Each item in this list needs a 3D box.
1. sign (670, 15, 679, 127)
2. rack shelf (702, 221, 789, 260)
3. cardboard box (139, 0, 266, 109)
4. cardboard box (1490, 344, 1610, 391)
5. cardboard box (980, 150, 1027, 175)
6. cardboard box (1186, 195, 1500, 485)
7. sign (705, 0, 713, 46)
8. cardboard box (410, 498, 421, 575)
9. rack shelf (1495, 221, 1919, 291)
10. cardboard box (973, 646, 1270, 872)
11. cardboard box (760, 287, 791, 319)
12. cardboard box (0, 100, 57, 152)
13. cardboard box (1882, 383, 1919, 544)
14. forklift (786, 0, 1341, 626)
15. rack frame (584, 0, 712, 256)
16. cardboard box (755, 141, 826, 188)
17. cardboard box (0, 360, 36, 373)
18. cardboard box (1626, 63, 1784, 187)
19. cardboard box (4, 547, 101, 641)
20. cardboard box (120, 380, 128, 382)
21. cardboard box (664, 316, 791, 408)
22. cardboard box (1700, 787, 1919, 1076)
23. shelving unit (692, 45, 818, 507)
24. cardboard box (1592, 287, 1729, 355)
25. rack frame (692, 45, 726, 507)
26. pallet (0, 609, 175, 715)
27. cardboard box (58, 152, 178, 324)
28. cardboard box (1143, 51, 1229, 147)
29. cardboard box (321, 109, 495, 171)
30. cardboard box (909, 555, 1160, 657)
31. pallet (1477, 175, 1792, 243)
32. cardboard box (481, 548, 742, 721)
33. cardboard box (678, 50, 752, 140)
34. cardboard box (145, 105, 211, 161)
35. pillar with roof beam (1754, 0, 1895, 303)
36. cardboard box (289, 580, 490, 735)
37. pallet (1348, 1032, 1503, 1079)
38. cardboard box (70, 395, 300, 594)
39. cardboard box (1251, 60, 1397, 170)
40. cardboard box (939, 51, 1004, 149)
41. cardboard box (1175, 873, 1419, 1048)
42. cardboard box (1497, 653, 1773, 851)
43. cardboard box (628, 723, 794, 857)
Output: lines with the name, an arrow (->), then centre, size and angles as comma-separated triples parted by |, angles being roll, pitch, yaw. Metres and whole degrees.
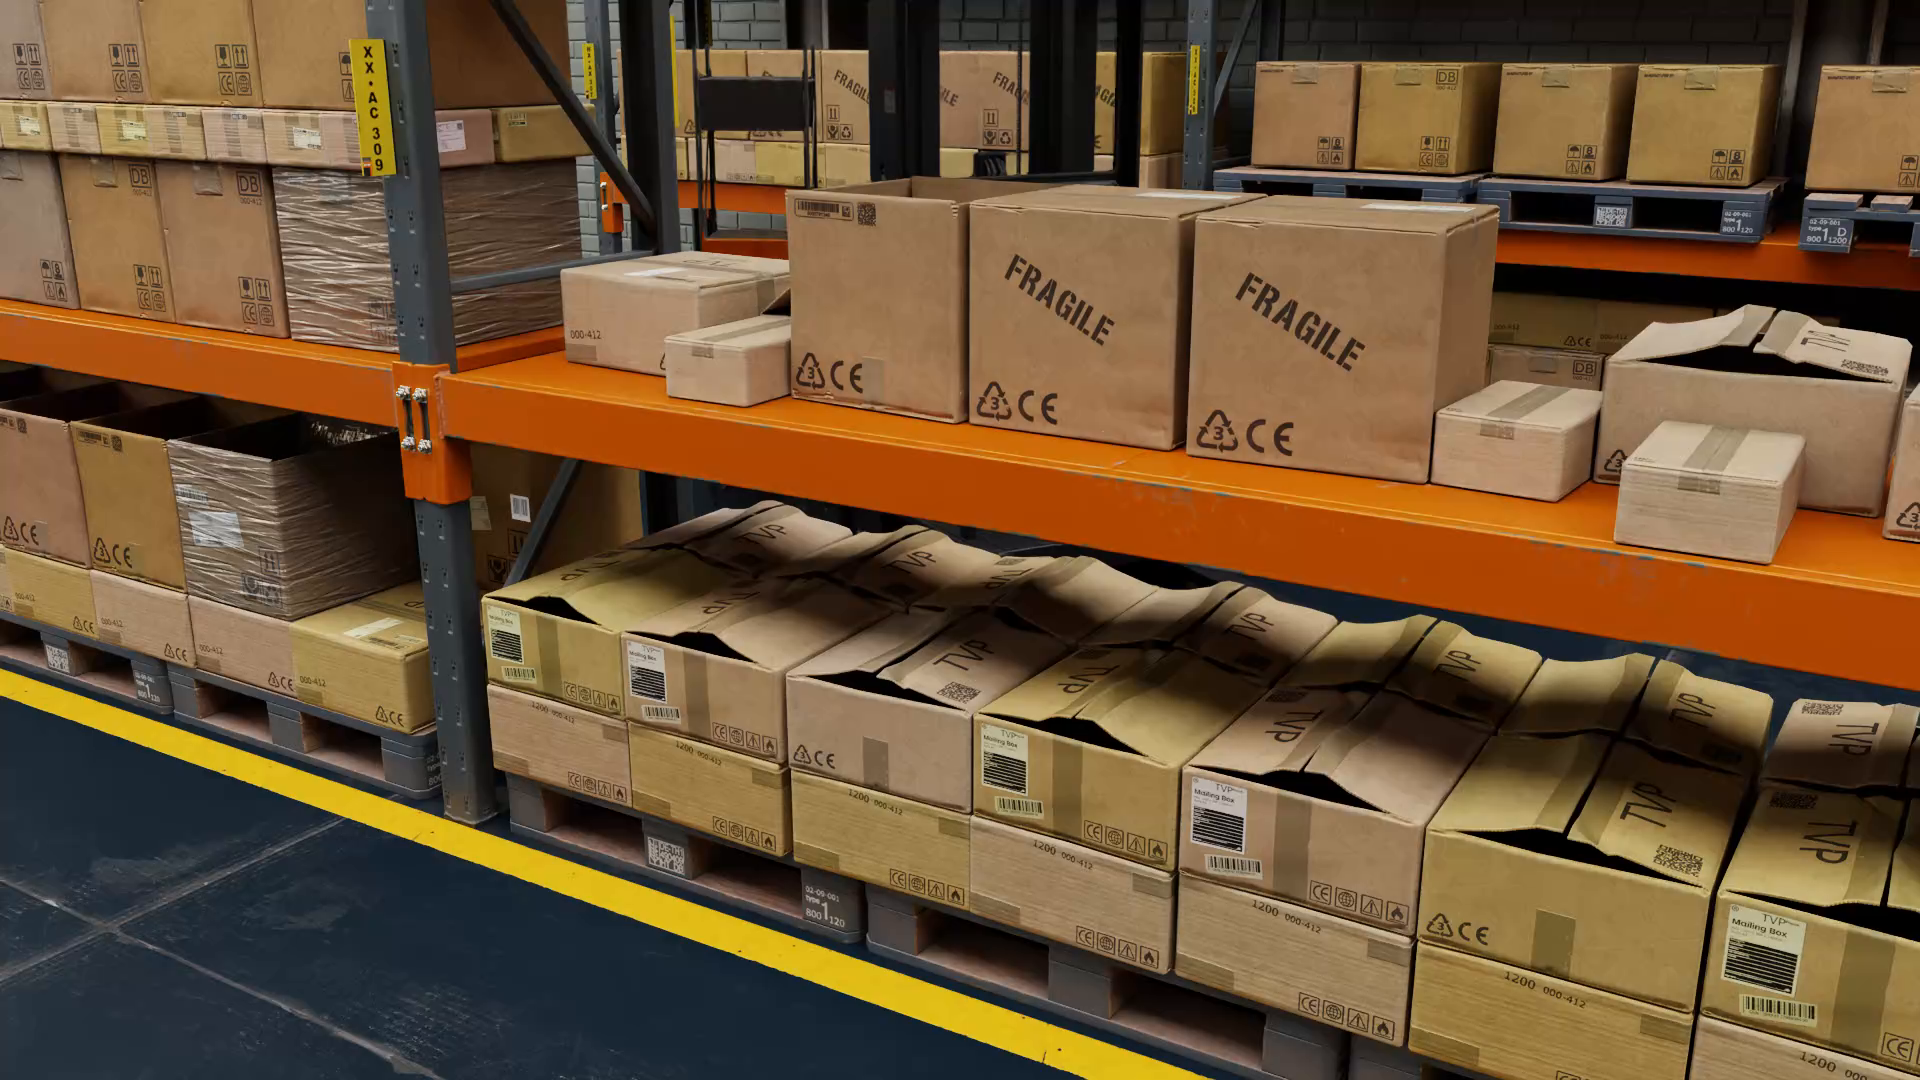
sign -> -0.885, -1.404, 4.987 | 0.005, 0.325, 0.100 | 10, 20, 30
rack shelf -> -0.925, -1.204, 7.775 | 0.480, 0.518, 0.431 | 0, 17, 1
cardboard box -> -1.973, -1.563, 4.962 | 0.500, 0.500, 0.700 | 10, 20, 30
cardboard box -> 2.945, -0.732, 8.175 | 0.500, 0.500, 0.700 | 10, 20, 31
cardboard box -> 0.446, -1.992, 9.002 | 0.500, 0.250, 0.500 | 10, 20, 30
cardboard box -> 0.810, -0.443, 3.506 | 0.500, 0.500, 0.500 | 9, 19, 27
sign -> -1.672, -3.428, 10.969 | 0.005, 0.325, 0.100 | 10, 20, 30
cardboard box -> -1.822, -0.218, 5.658 | 0.500, 0.500, 0.500 | 10, 20, 30
rack shelf -> 3.133, -1.331, 7.840 | 4.000, 0.370, 1.077 | 10, 20, 30
cardboard box -> 0.372, 0.452, 3.775 | 0.500, 0.311, 0.500 | 11, 20, 32
cardboard box -> -0.315, -0.600, 4.426 | 0.258, 0.266, 0.396 | 10, 19, 29
cardboard box -> -2.813, -1.332, 5.317 | 0.250, 0.149, 0.380 | 11, 20, 32
cardboard box -> 1.961, -0.167, 2.924 | 0.500, 0.311, 0.500 | 12, 20, 33
forklift -> 0.339, -1.200, 6.289 | 1.130, 2.935, 3.031 | -9, 19, -27
rack frame -> -1.980, -2.588, 10.740 | 0.127, 3.000, 1.000 | 10, 20, 30
cardboard box -> -0.849, -2.219, 9.748 | 0.500, 0.250, 0.500 | 10, 19, 29
cardboard box -> -3.801, -0.392, 6.230 | 0.500, 0.500, 0.500 | 10, 20, 30
cardboard box -> 3.358, -1.883, 7.489 | 0.500, 0.500, 0.700 | 10, 20, 30
cardboard box -> -2.951, 0.119, 5.836 | 0.500, 0.250, 0.500 | 10, 20, 30
cardboard box -> -3.096, -0.448, 6.414 | 0.500, 0.500, 0.500 | 10, 20, 30
cardboard box -> -0.512, -0.447, 4.123 | 0.250, 0.149, 0.380 | 10, 20, 30
cardboard box -> 1.673, 0.684, 3.012 | 0.500, 0.311, 0.500 | 11, 20, 31
shelving unit -> -0.925, -1.217, 7.771 | 0.503, 2.100, 0.431 | 0, 17, 1
cardboard box -> 3.303, -1.020, 7.833 | 0.500, 0.250, 0.500 | 10, 20, 30
rack frame -> -1.169, -1.219, 7.773 | 0.015, 2.100, 0.400 | 0, 17, 1
pallet -> -2.860, 0.265, 6.144 | 1.213, 0.211, 1.003 | 10, 20, 30
cardboard box -> -2.420, -1.022, 5.412 | 0.500, 0.500, 0.700 | 10, 20, 31
cardboard box -> 1.138, -2.399, 9.053 | 0.500, 0.500, 0.500 | 10, 19, 29
cardboard box -> -1.504, -1.099, 4.549 | 0.250, 0.149, 0.380 | 10, 20, 30
cardboard box -> 0.205, 0.239, 4.477 | 0.500, 0.311, 0.500 | 10, 20, 30
pallet -> 3.129, -1.570, 7.720 | 1.213, 0.211, 1.003 | 10, 20, 30
cardboard box -> -0.939, 0.219, 4.544 | 0.500, 0.311, 0.500 | 10, 20, 30
cardboard box -> -1.314, -2.660, 9.910 | 0.500, 0.500, 0.500 | 10, 20, 30
cardboard box -> -2.163, -1.216, 4.934 | 0.250, 0.149, 0.380 | 10, 20, 30
pillar with roof beam -> 1.929, -3.587, 3.709 | 0.400, 9.000, 9.100 | 10, 20, 30
cardboard box -> -1.670, 0.346, 5.089 | 0.500, 0.250, 0.500 | 10, 20, 30
pallet -> 1.567, 1.056, 3.543 | 1.213, 0.211, 1.003 | 10, 20, 30
cardboard box -> -2.518, -0.167, 5.487 | 0.500, 0.500, 0.500 | 10, 20, 30
cardboard box -> 1.845, -2.152, 8.376 | 0.500, 0.500, 0.700 | 10, 20, 30
cardboard box -> 0.012, -2.425, 9.138 | 0.500, 0.500, 0.500 | 9, 19, 28
cardboard box -> 0.804, 0.797, 3.606 | 0.500, 0.250, 0.500 | 11, 20, 31
cardboard box -> 1.503, 0.472, 3.708 | 0.500, 0.311, 0.500 | 10, 19, 29
cardboard box -> -0.512, 0.563, 4.374 | 0.500, 0.250, 0.500 | 11, 20, 31
